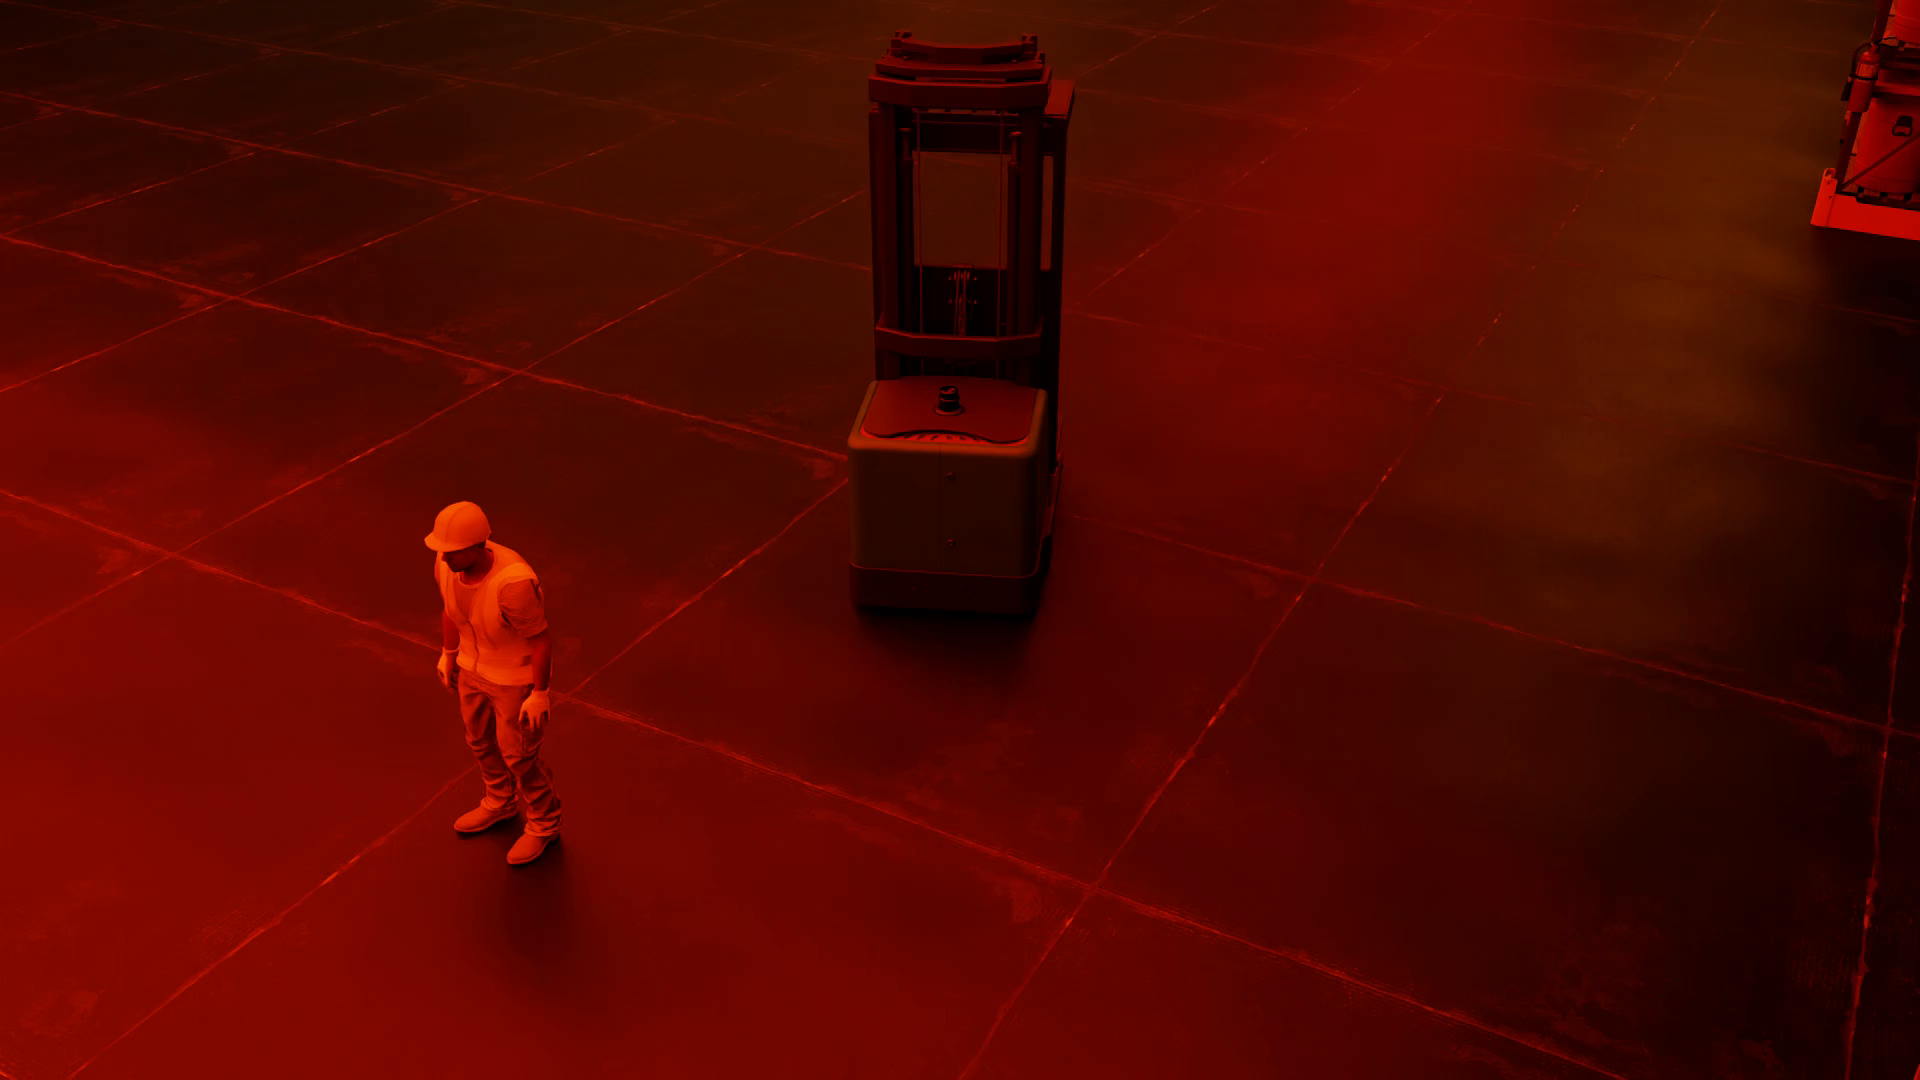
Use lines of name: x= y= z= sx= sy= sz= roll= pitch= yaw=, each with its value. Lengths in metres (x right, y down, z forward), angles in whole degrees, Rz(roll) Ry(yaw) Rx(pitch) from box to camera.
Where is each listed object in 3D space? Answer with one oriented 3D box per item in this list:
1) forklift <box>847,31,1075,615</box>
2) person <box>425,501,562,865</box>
forklift: x=0.072 y=-1.572 z=9.794 sx=1.130 sy=2.935 sz=3.031 roll=3 pitch=30 yaw=6
person: x=-2.010 y=0.593 z=7.204 sx=0.628 sy=1.774 sz=0.448 roll=19 pitch=35 yaw=30
